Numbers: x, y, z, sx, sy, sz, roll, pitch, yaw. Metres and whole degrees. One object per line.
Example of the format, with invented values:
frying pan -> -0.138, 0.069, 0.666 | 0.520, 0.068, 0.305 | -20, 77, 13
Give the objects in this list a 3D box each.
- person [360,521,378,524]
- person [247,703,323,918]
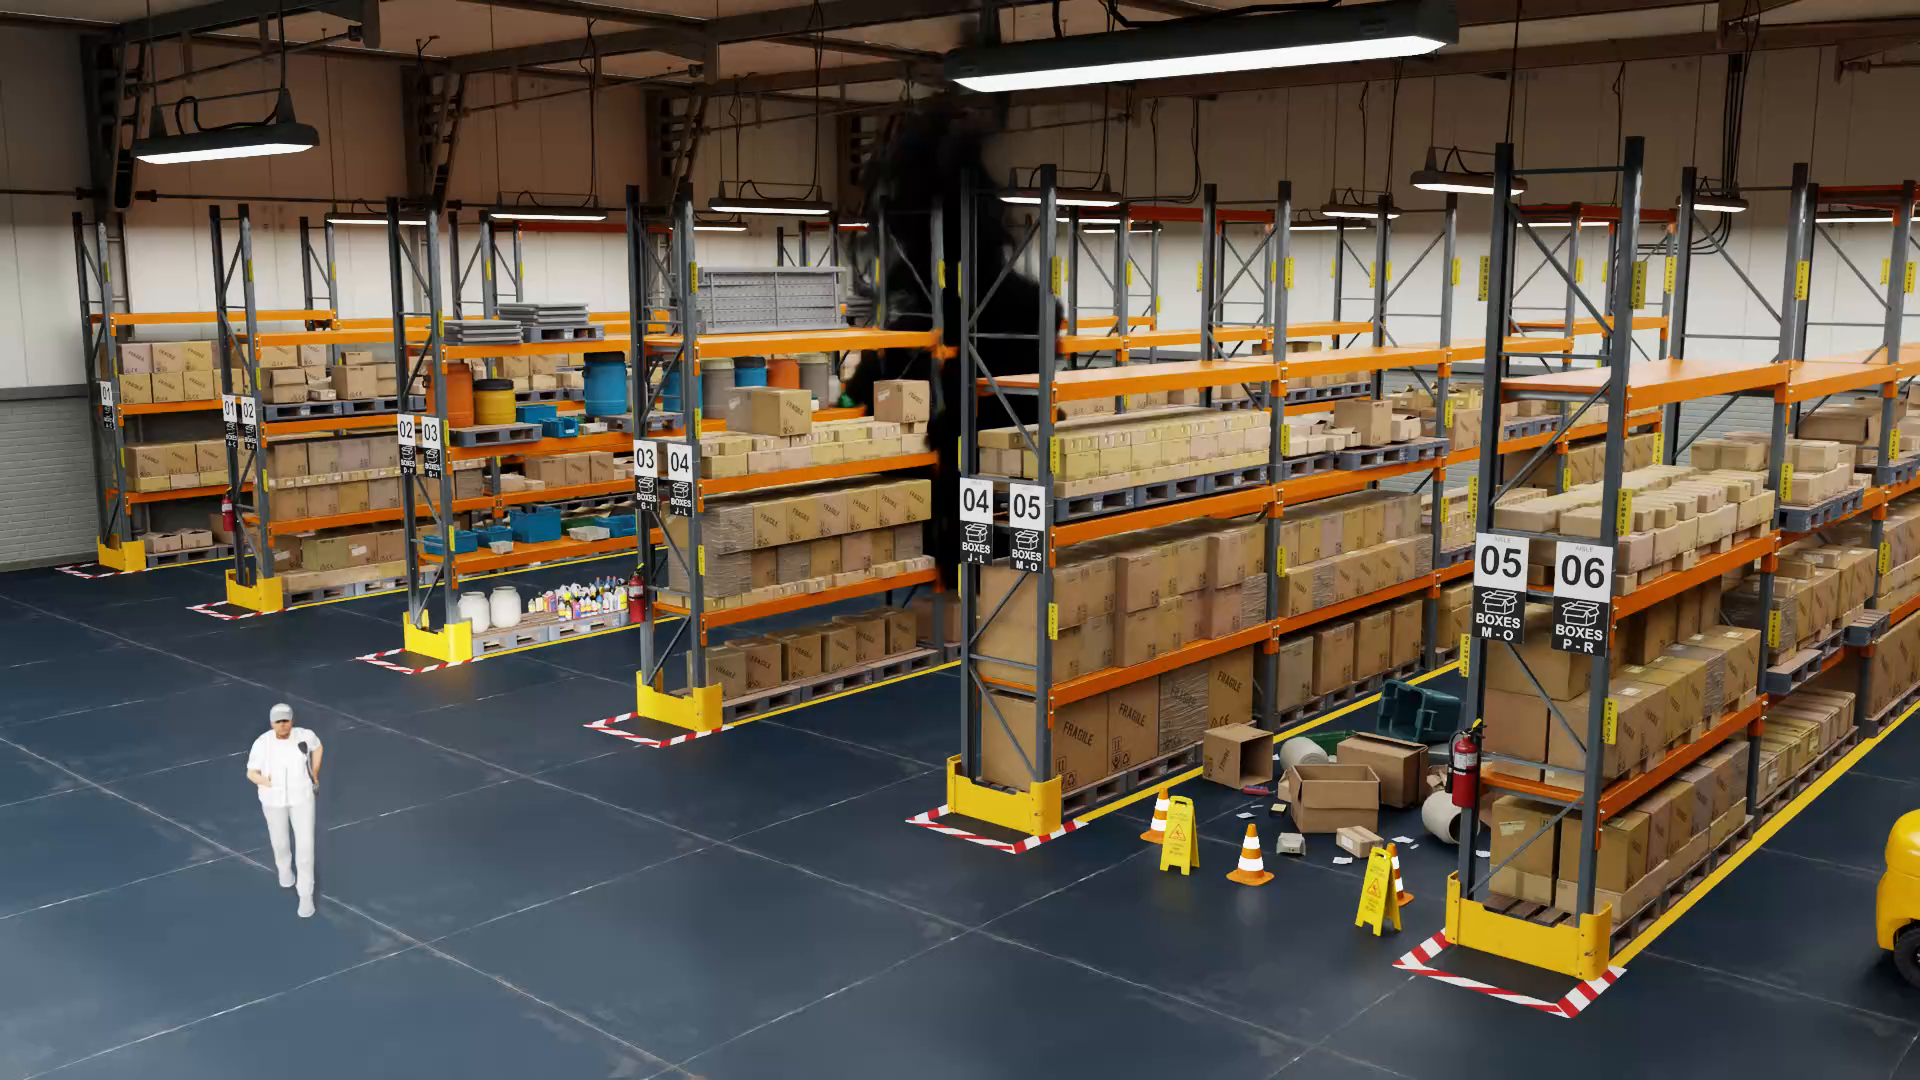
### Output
person -> -10.012, -0.267, 28.078 | 0.508, 1.558, 0.586 | 8, 13, 41
person -> -5.458, 2.123, 13.502 | 0.568, 1.684, 0.901 | -3, 10, -20
